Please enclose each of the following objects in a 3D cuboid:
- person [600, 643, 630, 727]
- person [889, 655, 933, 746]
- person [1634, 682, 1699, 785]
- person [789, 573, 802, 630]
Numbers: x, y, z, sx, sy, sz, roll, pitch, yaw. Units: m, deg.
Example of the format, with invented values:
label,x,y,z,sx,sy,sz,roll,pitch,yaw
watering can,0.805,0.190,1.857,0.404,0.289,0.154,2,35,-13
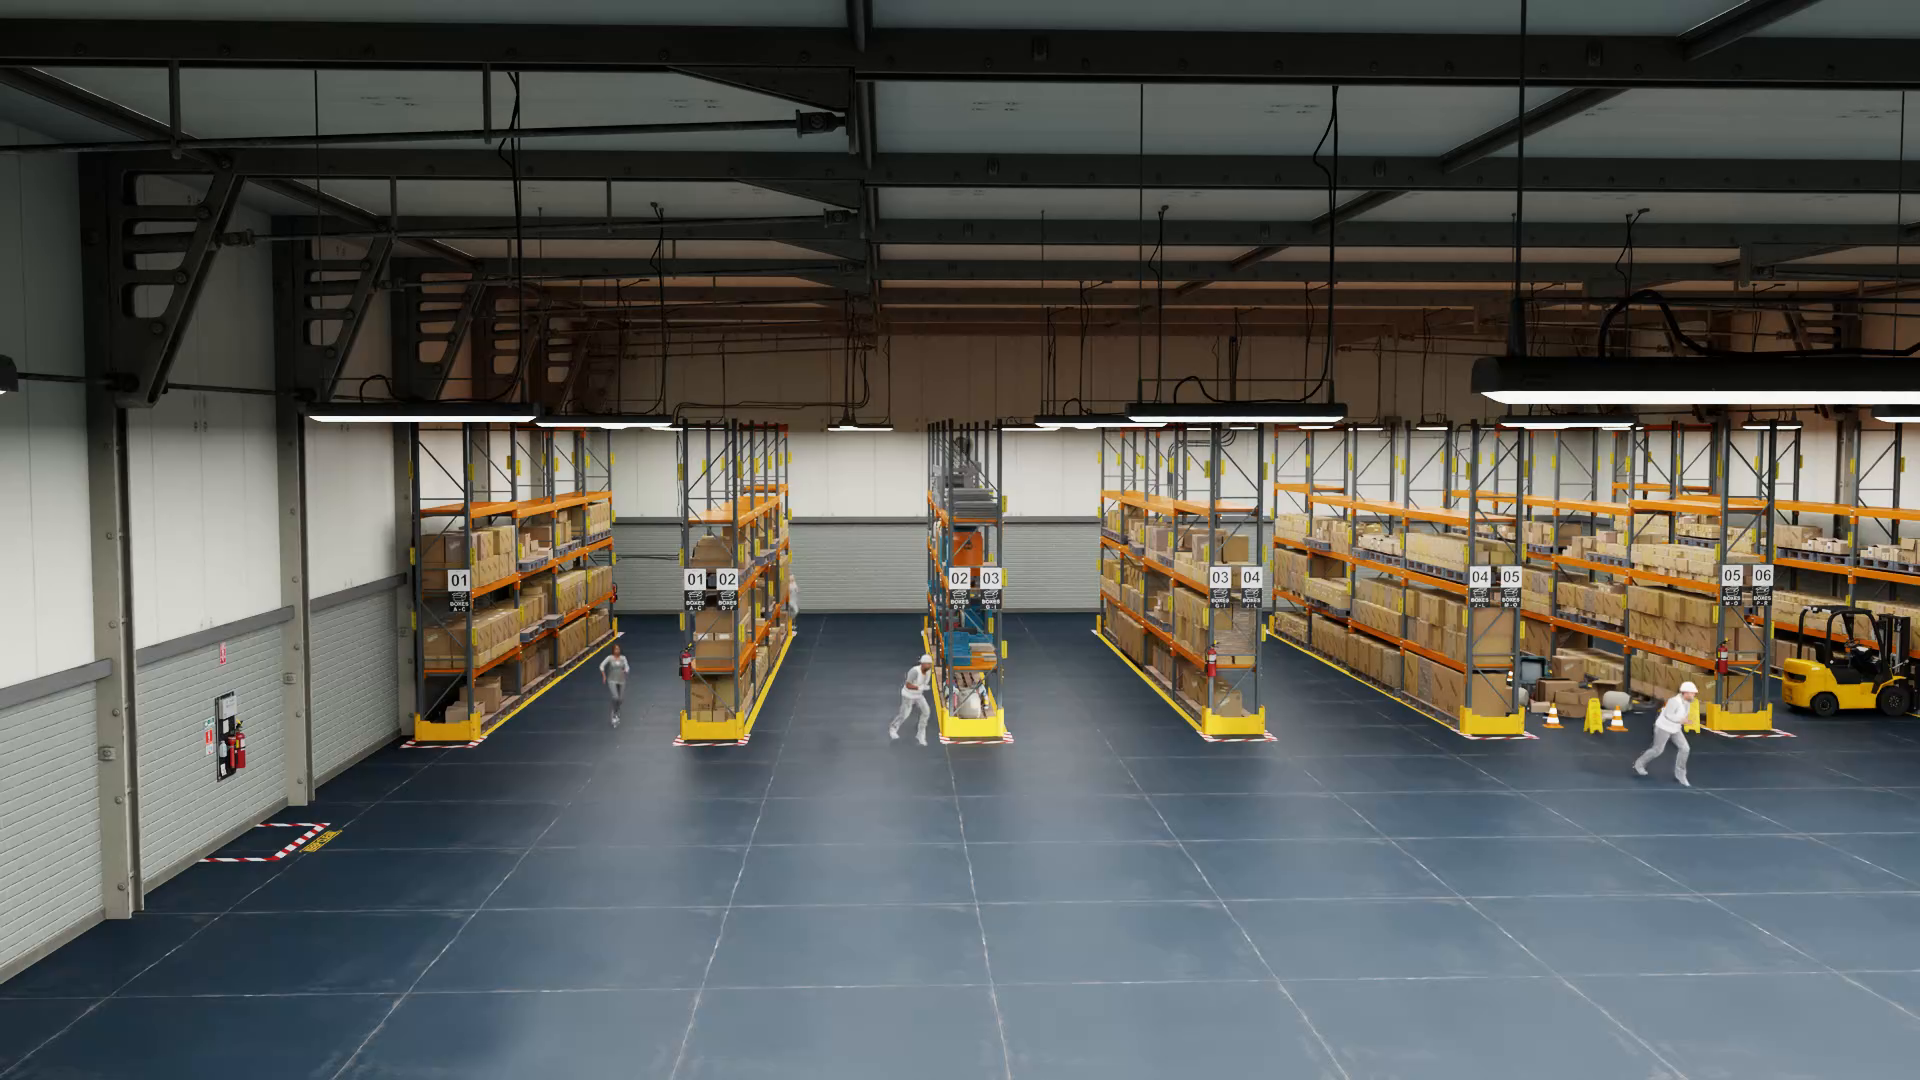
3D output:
label,x,y,z,sx,sy,sz,roll,pitch,yaw
person,-6.734,2.840,32.575,0.507,1.621,0.688,-2,4,-31
person,-0.886,2.946,30.704,1.017,1.723,0.728,3,5,36
person,11.630,3.156,27.361,0.700,1.730,1.033,-3,5,-42
person,-4.912,1.803,48.486,0.681,1.689,0.570,3,4,35
